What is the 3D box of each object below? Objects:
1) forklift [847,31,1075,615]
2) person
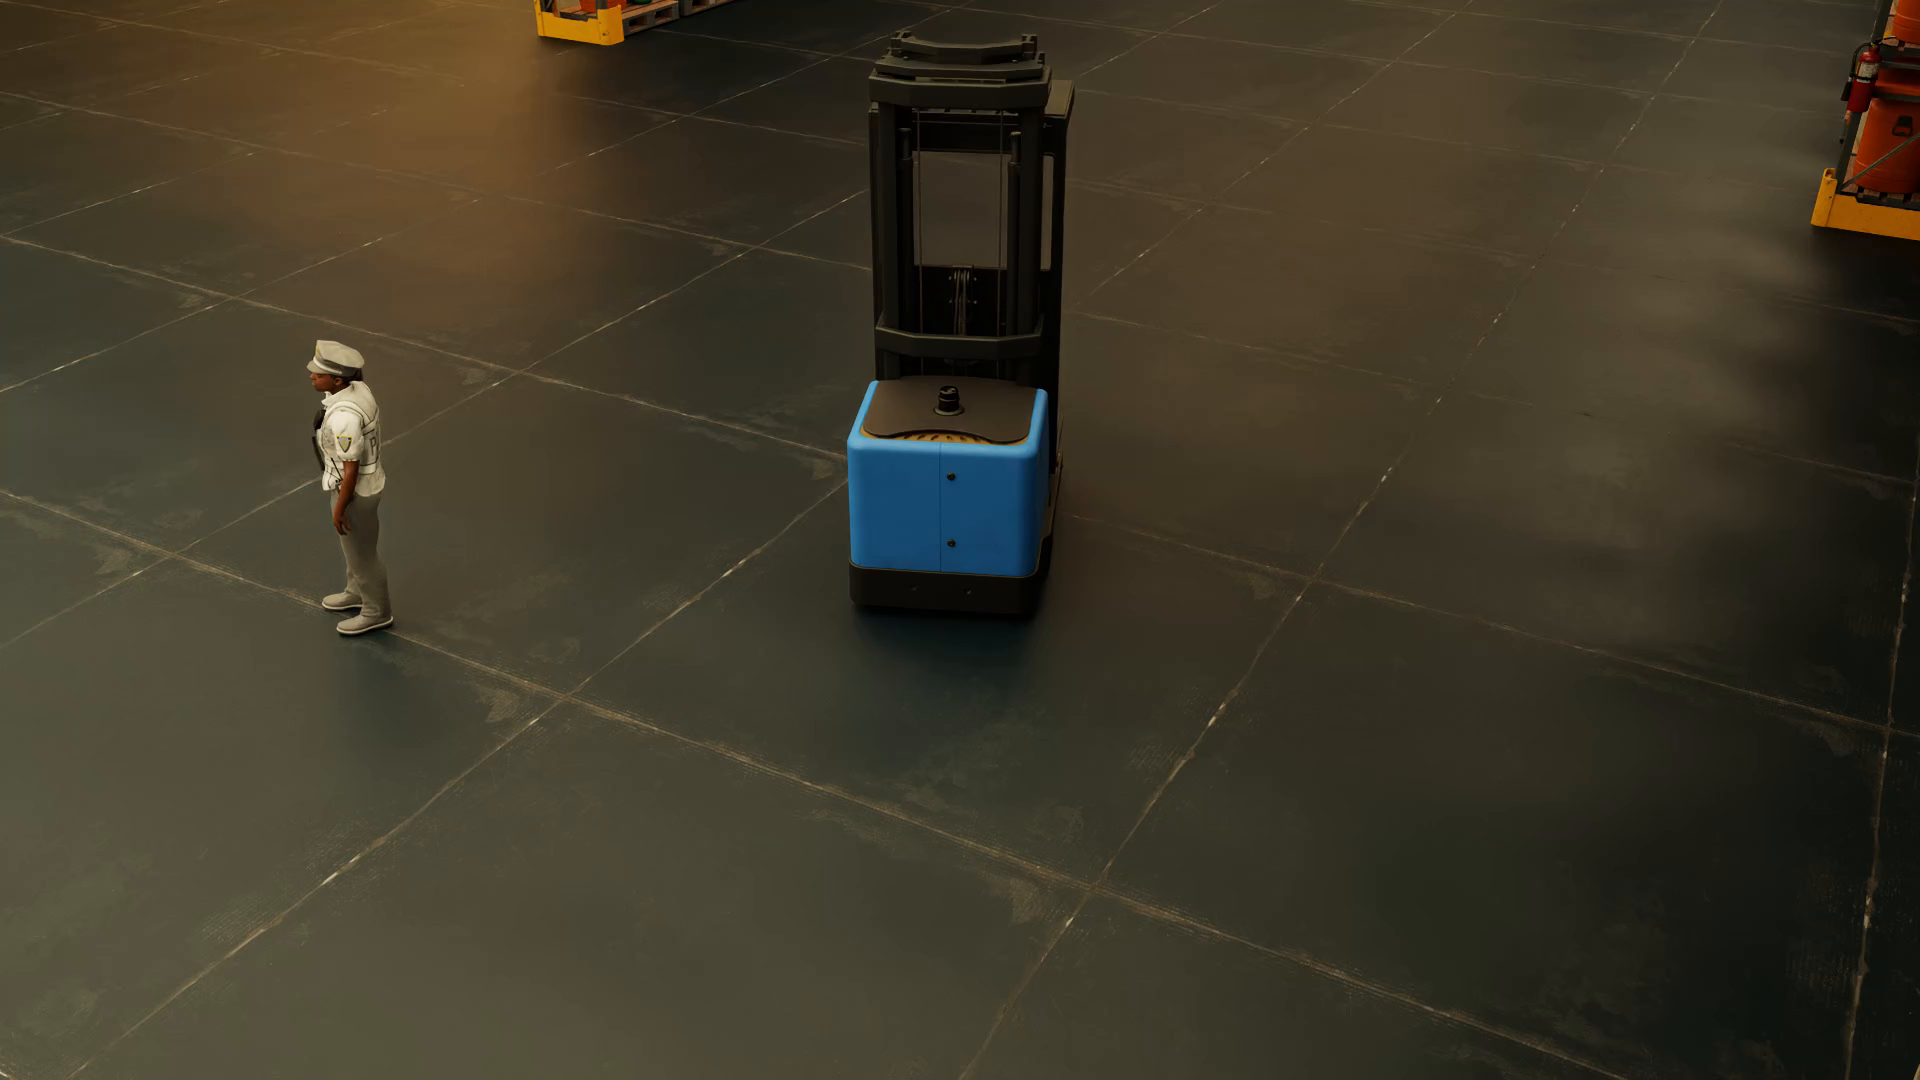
[{"bbox_3d":[0.072,-1.572,9.794,1.130,2.935,3.031,3,30,6],"label":"forklift"},{"bbox_3d":[-3.270,-0.274,8.767,0.528,1.696,0.569,-6,31,-10],"label":"person"}]
